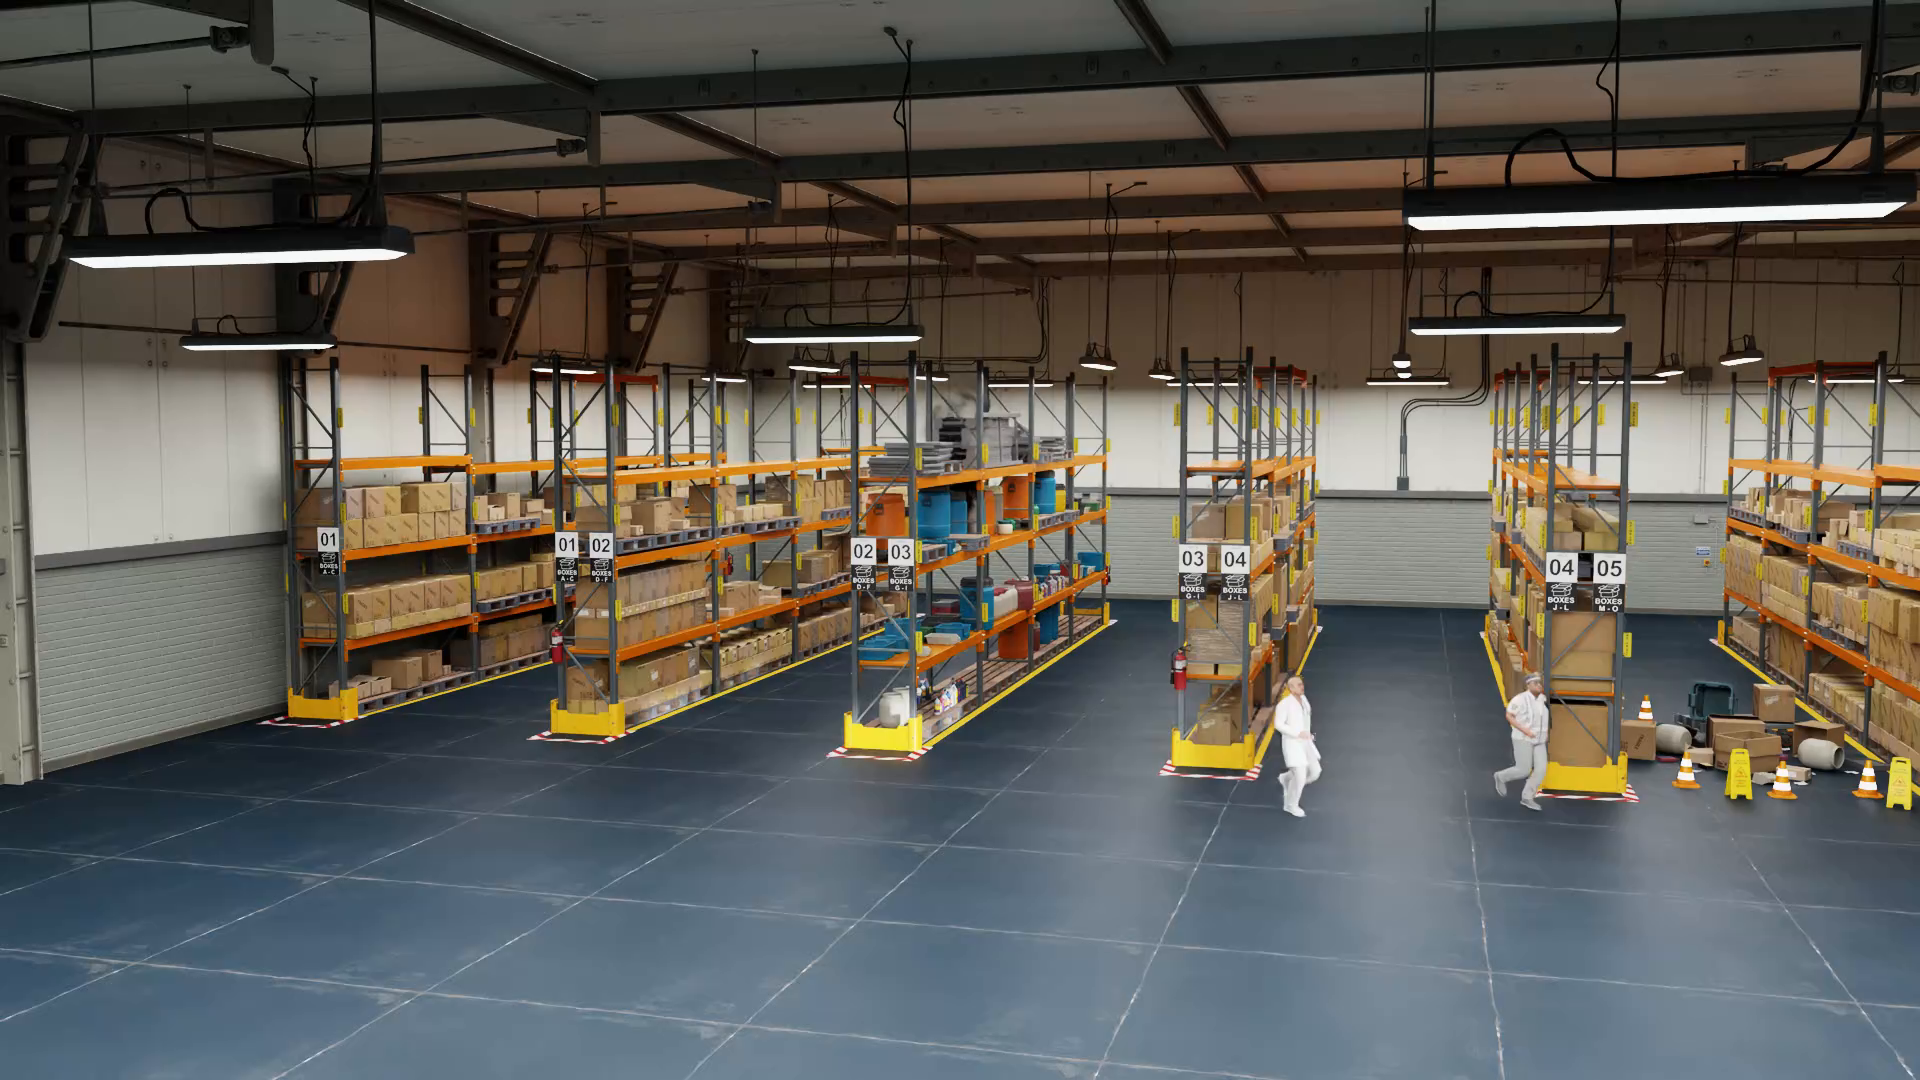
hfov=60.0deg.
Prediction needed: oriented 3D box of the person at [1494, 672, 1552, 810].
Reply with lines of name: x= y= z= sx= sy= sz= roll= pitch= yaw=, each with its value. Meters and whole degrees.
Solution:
person: x=7.343 y=2.562 z=21.526 sx=0.682 sy=1.756 sz=0.698 roll=-2 pitch=5 yaw=-23

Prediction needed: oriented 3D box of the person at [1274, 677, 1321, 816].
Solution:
person: x=4.254 y=2.597 z=21.000 sx=0.754 sy=1.743 sz=0.647 roll=-4 pitch=6 yaw=-42
